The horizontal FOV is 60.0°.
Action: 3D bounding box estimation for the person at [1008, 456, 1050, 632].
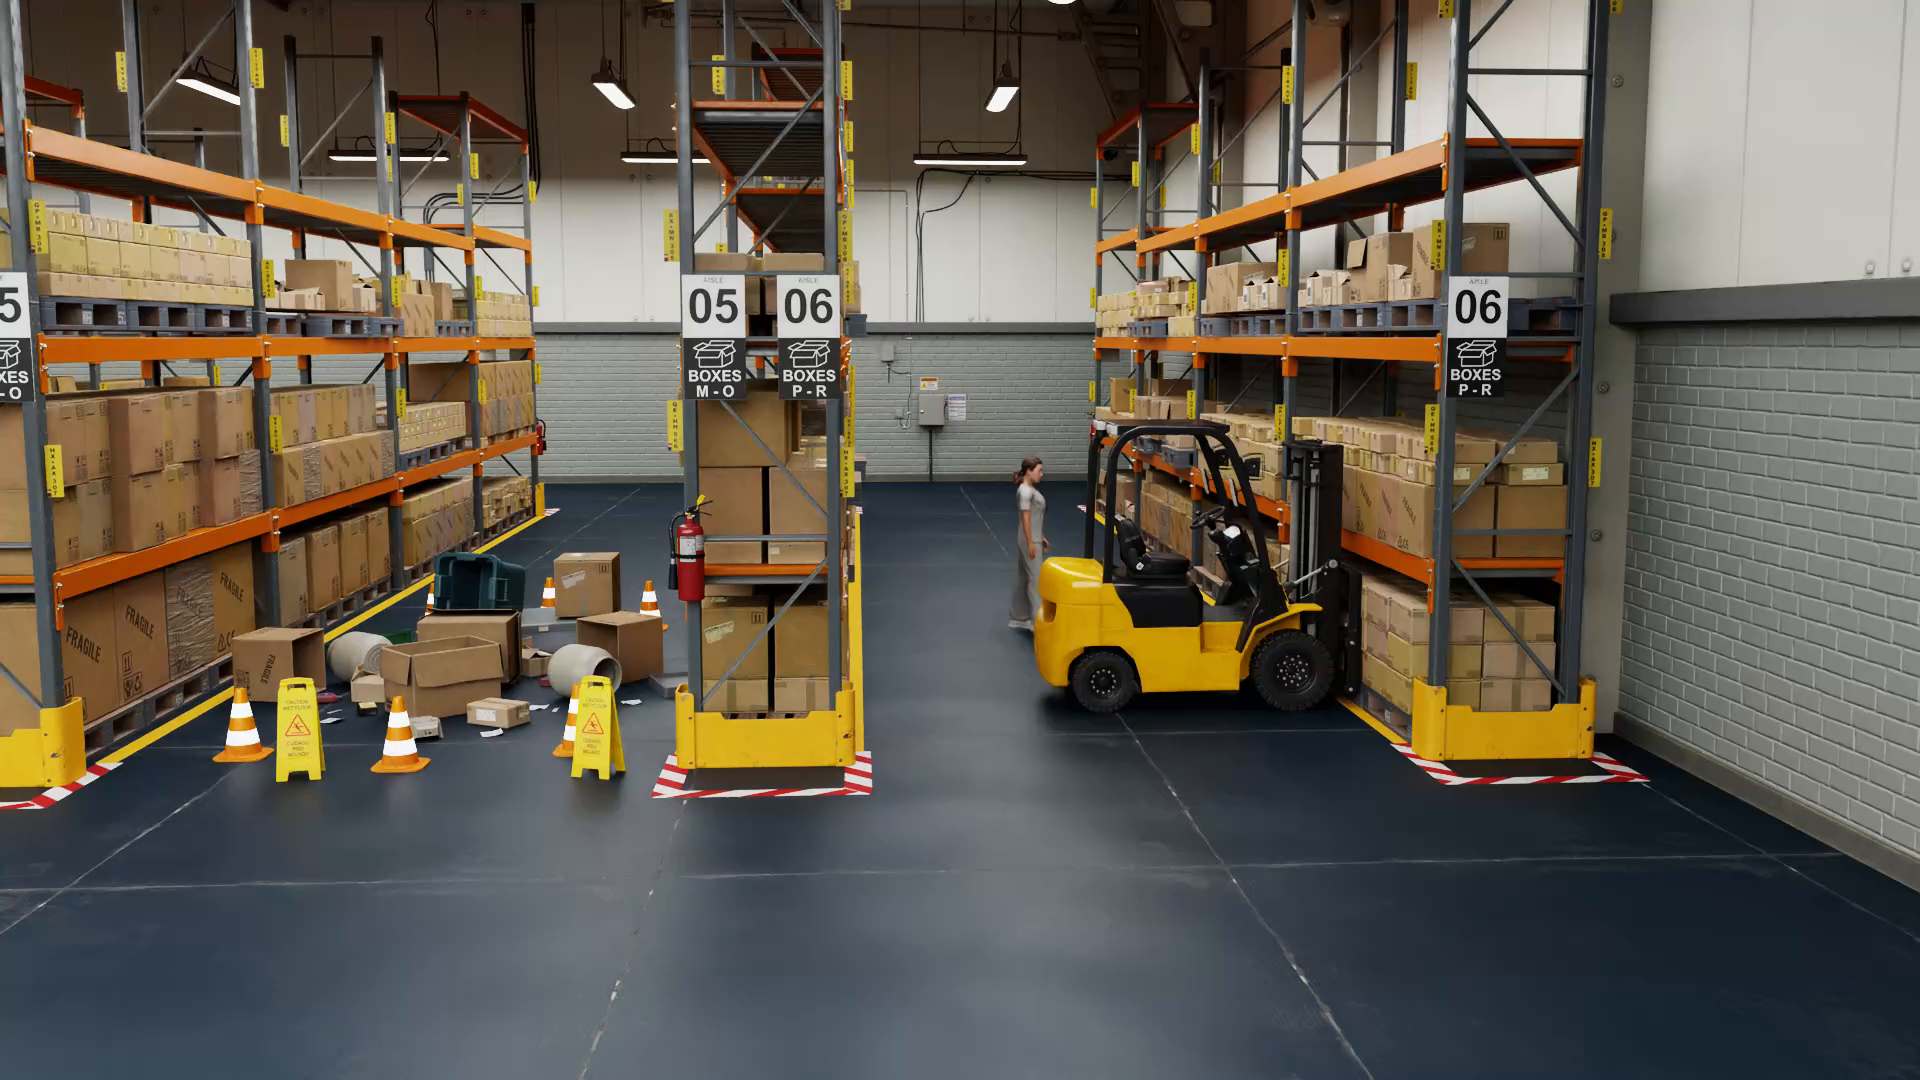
[{"bbox_3d":[0.723,0.040,15.878,0.532,1.685,0.476,1,7,6],"label":"person"}]
